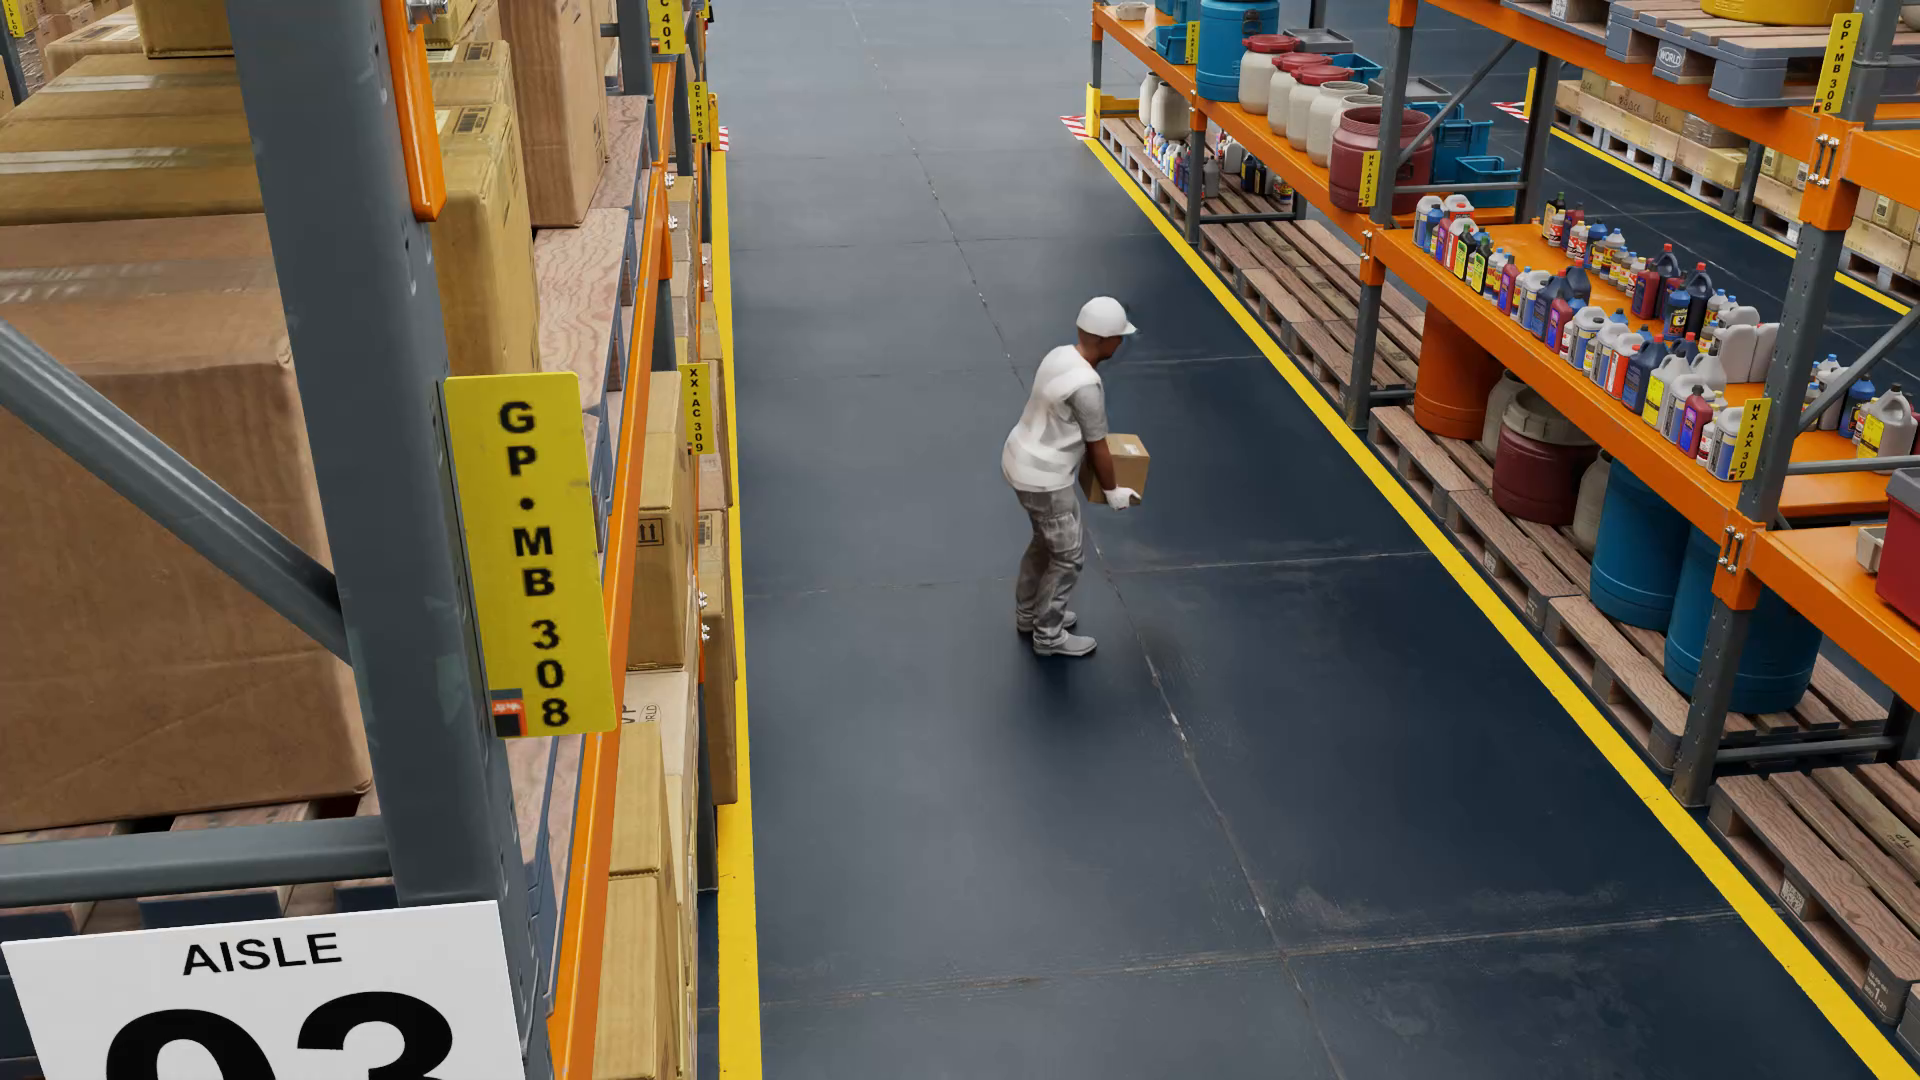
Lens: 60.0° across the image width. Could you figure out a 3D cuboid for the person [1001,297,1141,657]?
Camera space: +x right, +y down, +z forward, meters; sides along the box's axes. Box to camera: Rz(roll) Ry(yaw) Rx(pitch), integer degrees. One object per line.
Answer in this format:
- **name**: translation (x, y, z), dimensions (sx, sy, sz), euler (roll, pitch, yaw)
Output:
- **person**: translation (0.507, -0.295, 7.739), dimensions (0.622, 1.725, 0.485), euler (-4, 27, -8)
